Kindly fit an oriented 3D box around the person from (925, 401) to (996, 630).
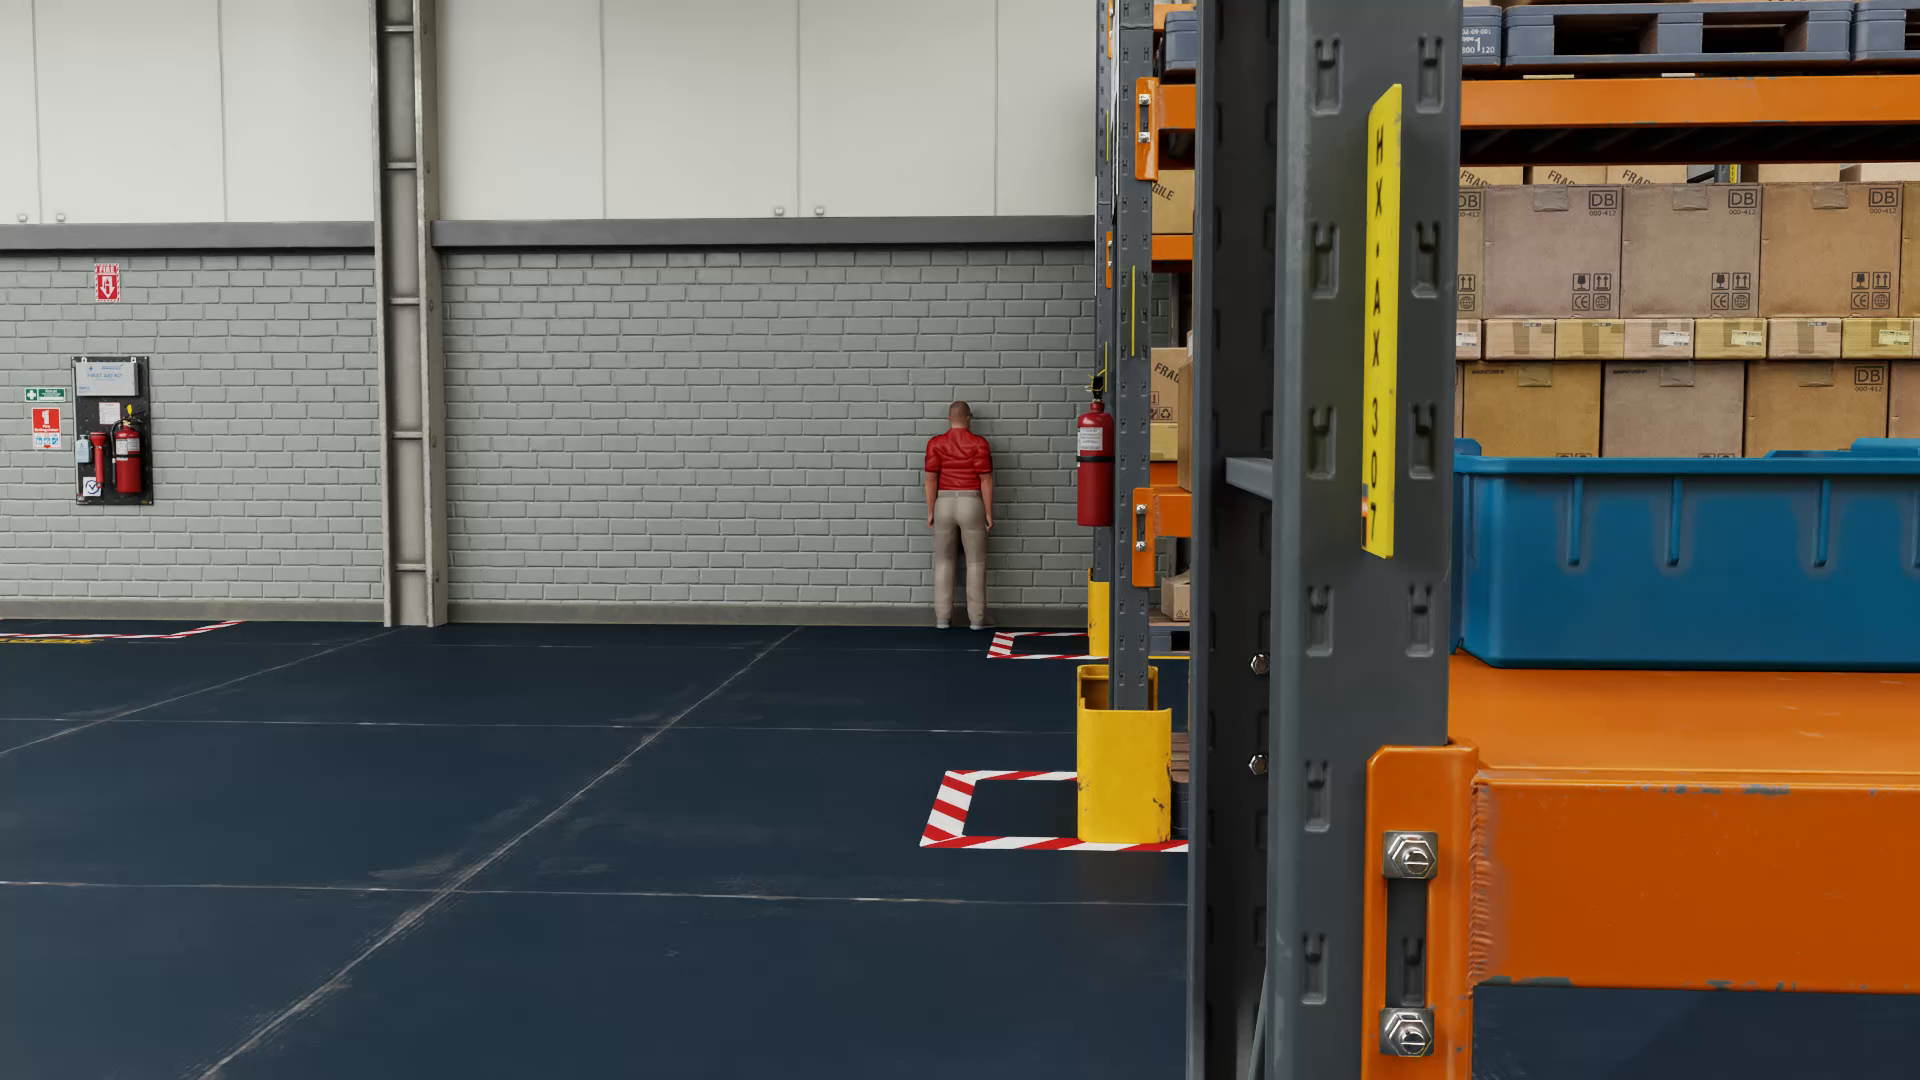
[{"bbox_3d":[0.009,-0.188,12.601,0.525,1.731,0.364,1,4,12],"label":"person"}]
